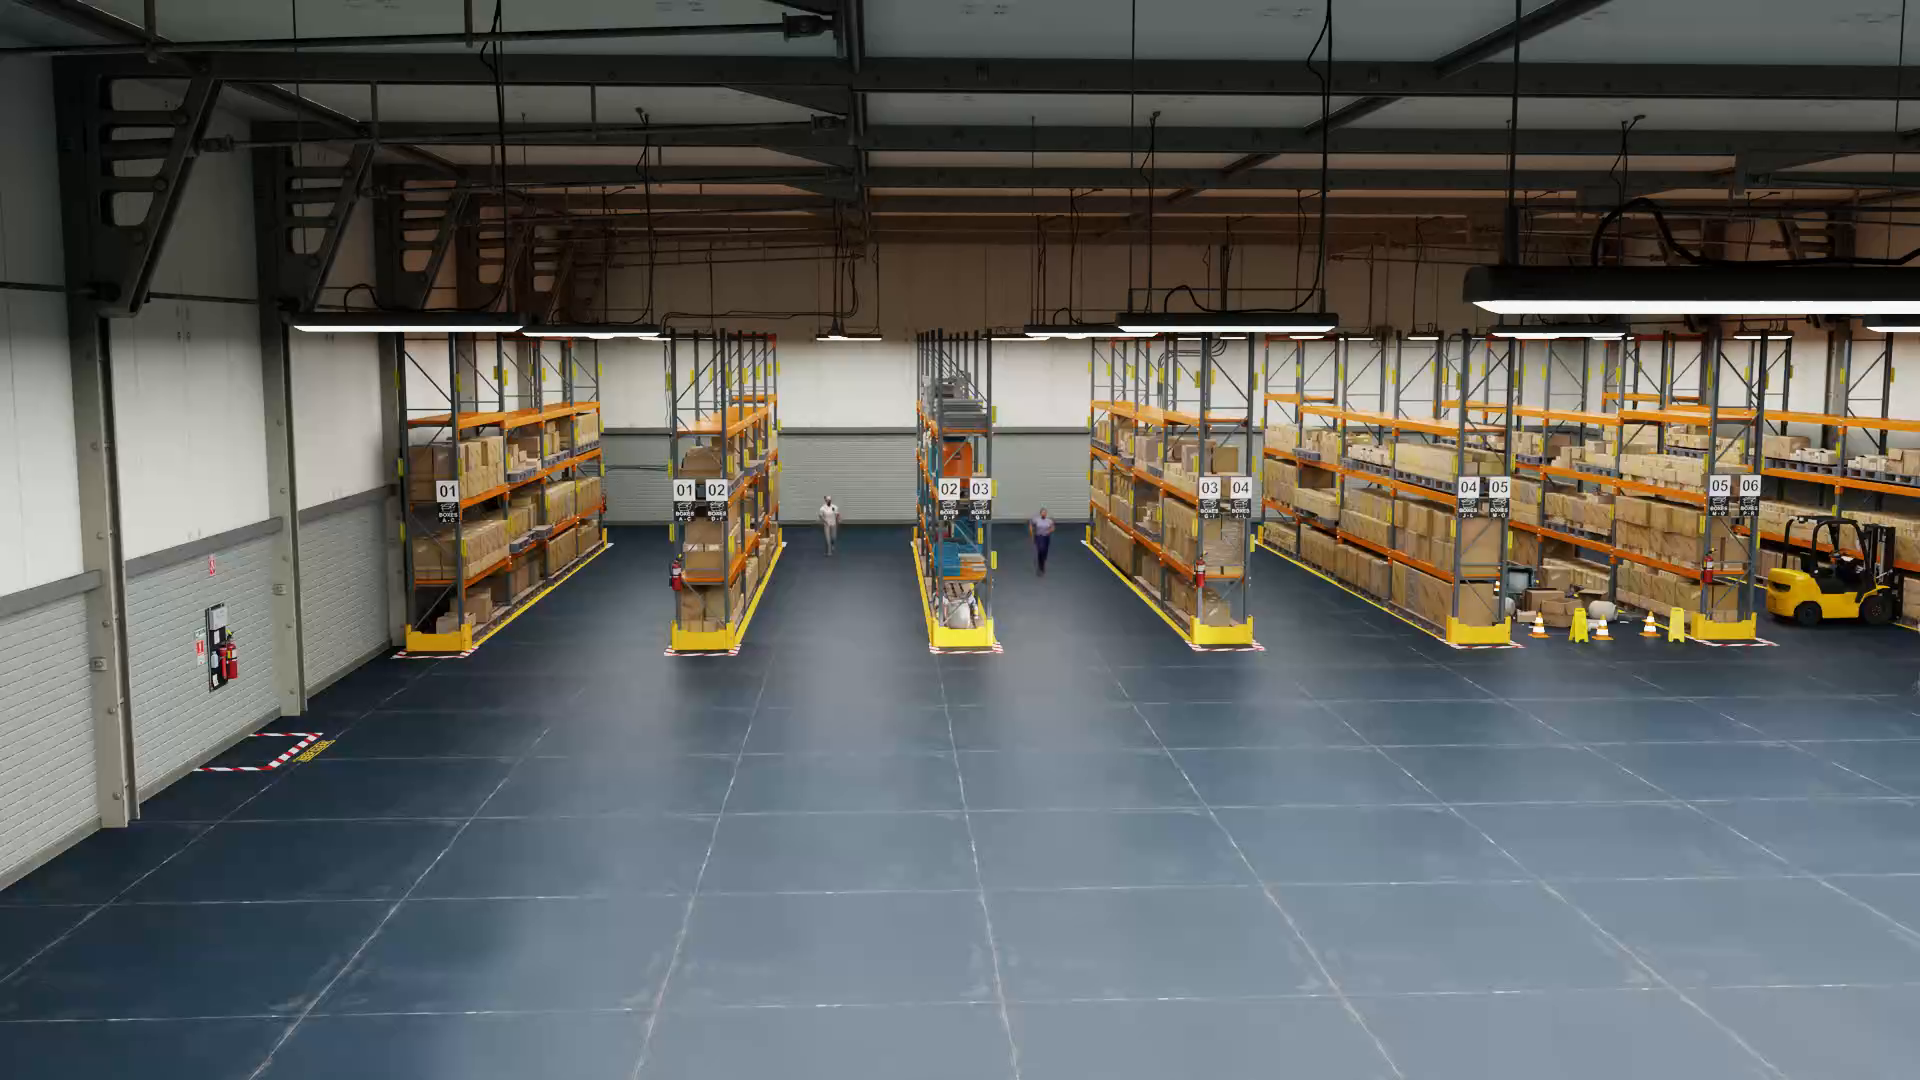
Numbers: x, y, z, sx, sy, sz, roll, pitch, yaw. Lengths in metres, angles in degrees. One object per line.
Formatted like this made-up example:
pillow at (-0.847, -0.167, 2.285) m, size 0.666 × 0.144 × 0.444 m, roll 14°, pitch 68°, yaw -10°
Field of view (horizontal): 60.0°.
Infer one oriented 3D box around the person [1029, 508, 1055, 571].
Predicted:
person at (2.050, 0.005, 41.310) m, size 0.571 × 1.618 × 0.829 m, roll -2°, pitch 7°, yaw -14°

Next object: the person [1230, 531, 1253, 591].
person at (6.486, 0.313, 38.648) m, size 0.725 × 1.833 × 0.787 m, roll 0°, pitch 7°, yaw -3°

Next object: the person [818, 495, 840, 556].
person at (-3.547, -0.401, 45.019) m, size 0.571 × 1.659 × 0.573 m, roll -1°, pitch 7°, yaw -10°
